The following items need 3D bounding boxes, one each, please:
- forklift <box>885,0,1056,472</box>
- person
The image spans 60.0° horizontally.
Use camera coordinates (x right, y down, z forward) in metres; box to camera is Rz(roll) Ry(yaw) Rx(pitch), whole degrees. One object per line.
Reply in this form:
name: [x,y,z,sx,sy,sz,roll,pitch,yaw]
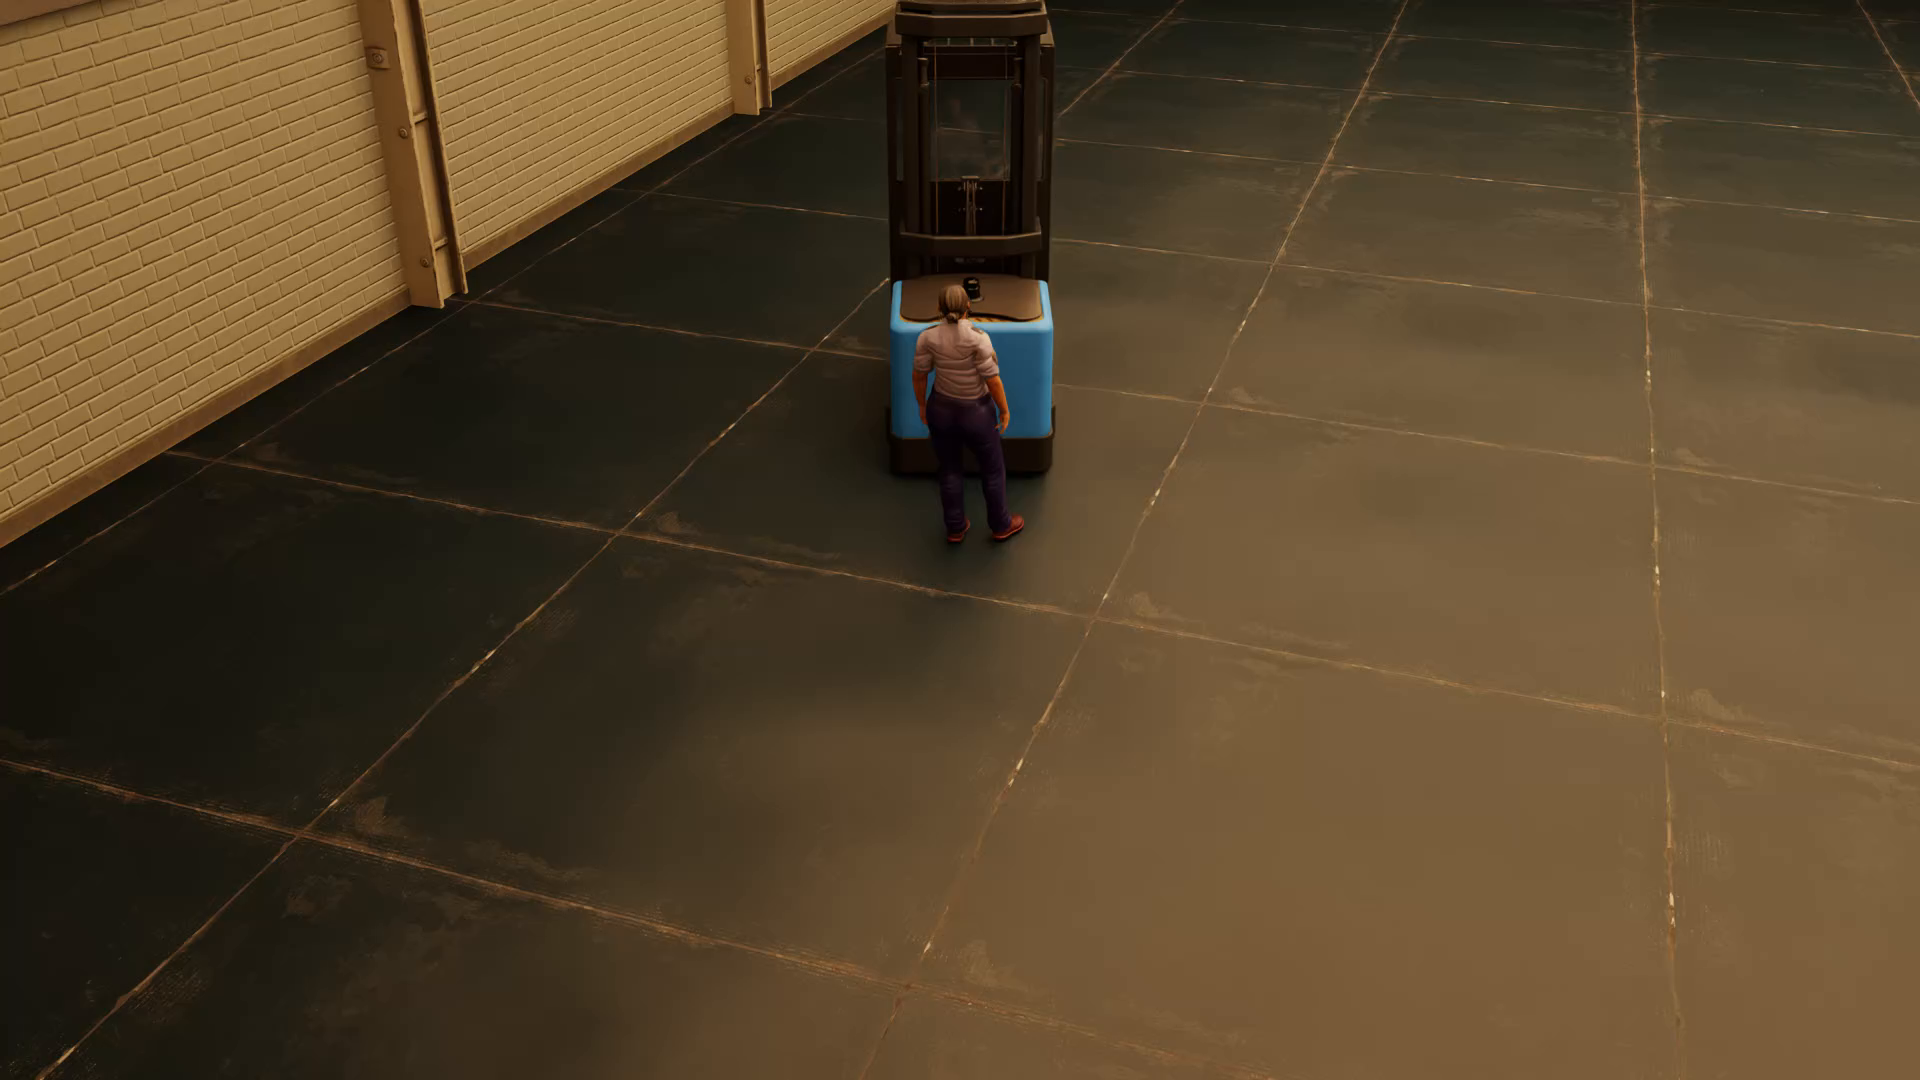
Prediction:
forklift: [0.062,-2.401,11.348,1.130,2.935,3.031,0,30,0]
person: [0.051,-0.760,9.758,0.598,1.653,0.499,10,31,17]
